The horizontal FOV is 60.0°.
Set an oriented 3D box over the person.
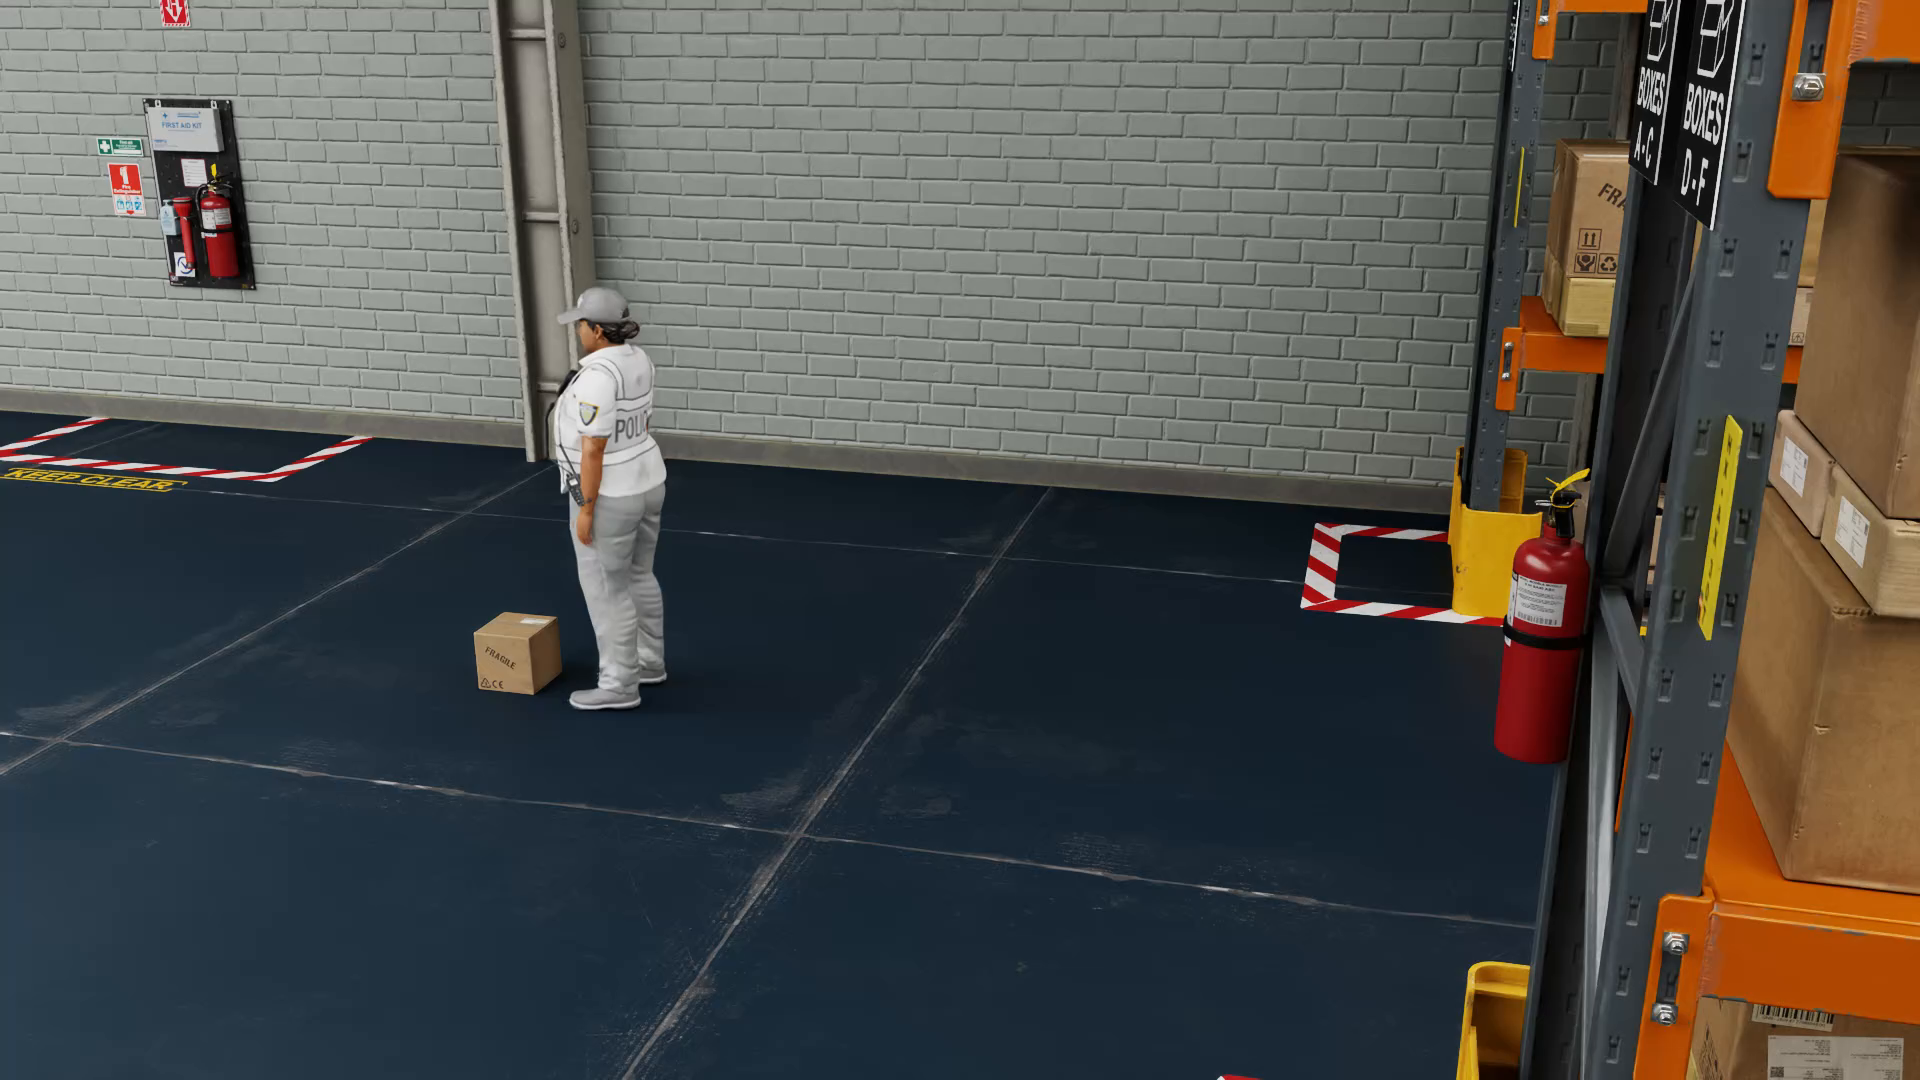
[{"bbox_3d":[-1.371,-0.164,6.542,0.387,1.671,0.472,5,19,15],"label":"person"}]
